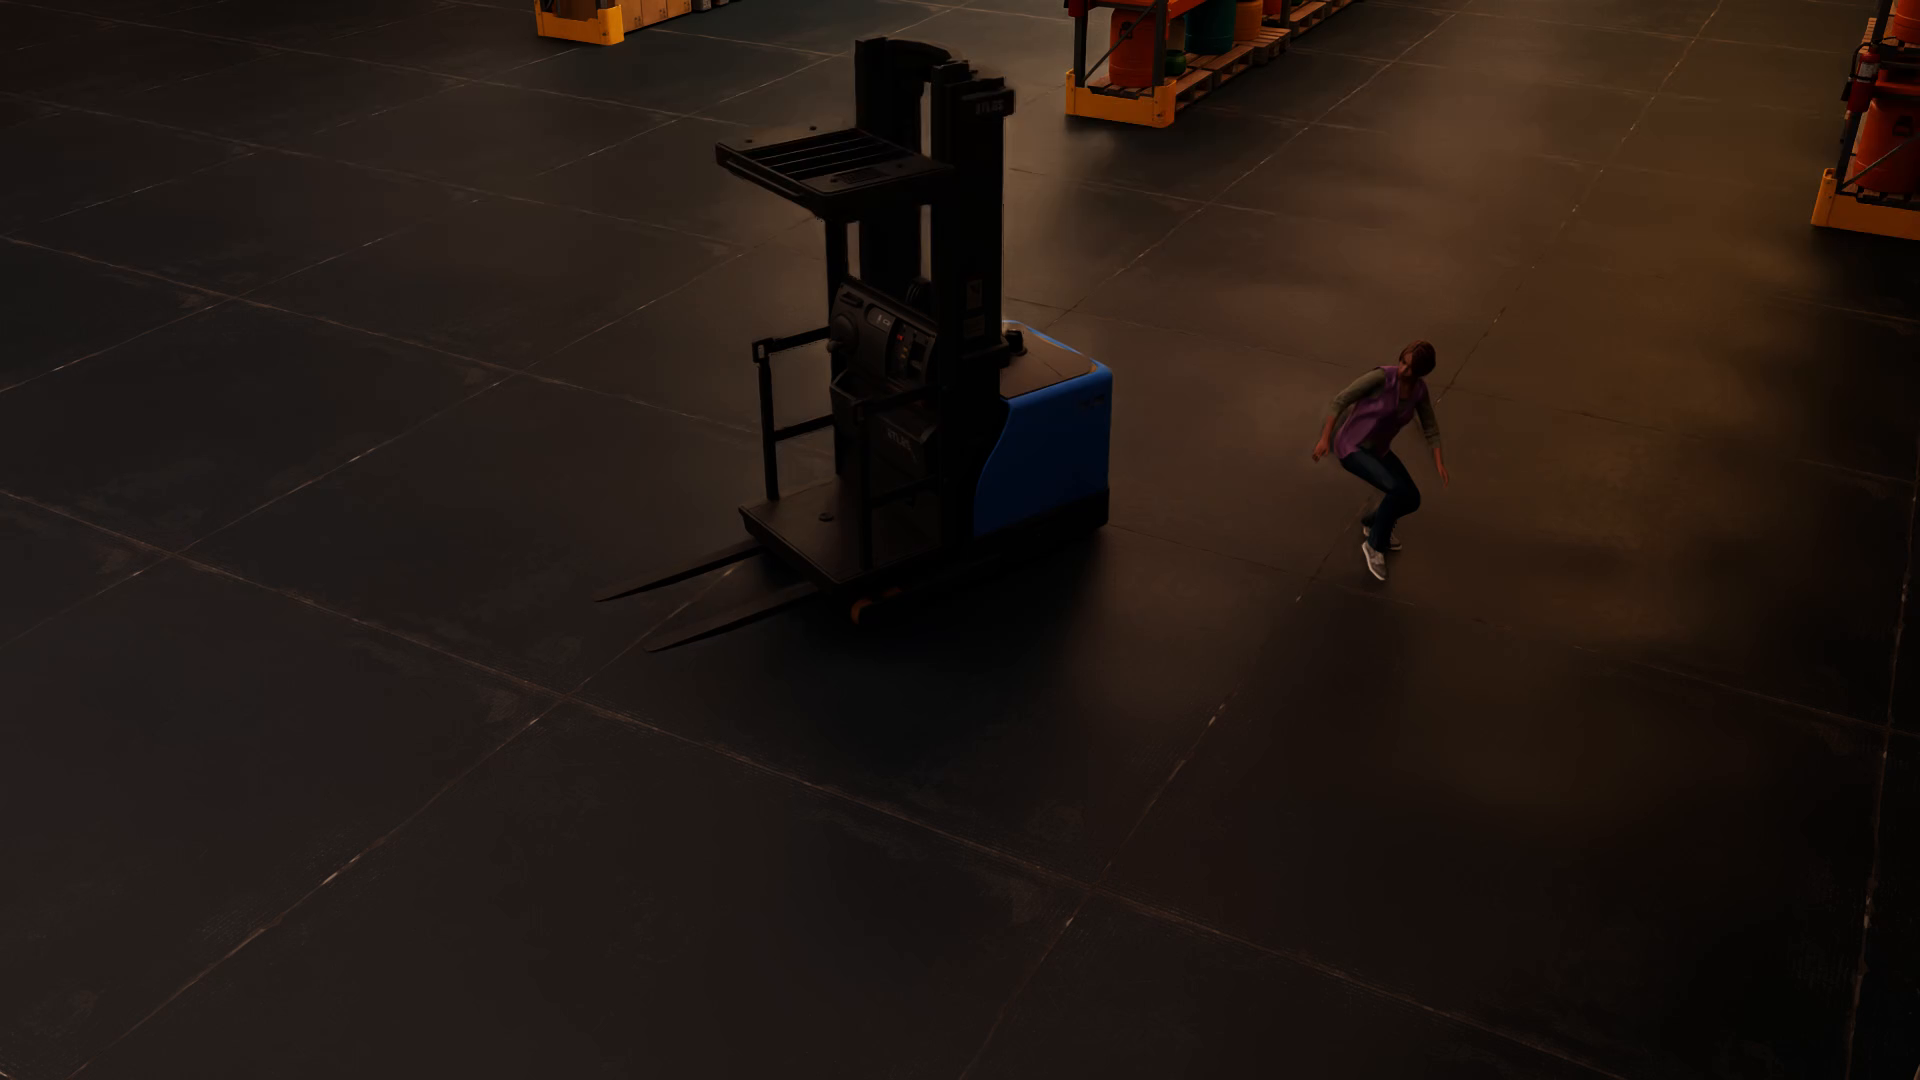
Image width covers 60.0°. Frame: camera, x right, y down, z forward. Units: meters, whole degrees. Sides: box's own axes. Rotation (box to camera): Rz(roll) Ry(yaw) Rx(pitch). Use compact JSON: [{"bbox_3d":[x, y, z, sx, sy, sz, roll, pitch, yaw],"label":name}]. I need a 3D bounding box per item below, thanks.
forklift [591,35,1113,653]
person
[{"bbox_3d":[-0.587,-1.083,8.947,3.031,2.935,1.130,-20,36,-31],"label":"forklift"},{"bbox_3d":[2.434,-0.458,9.483,0.649,1.355,0.635,-19,35,-29],"label":"person"}]
